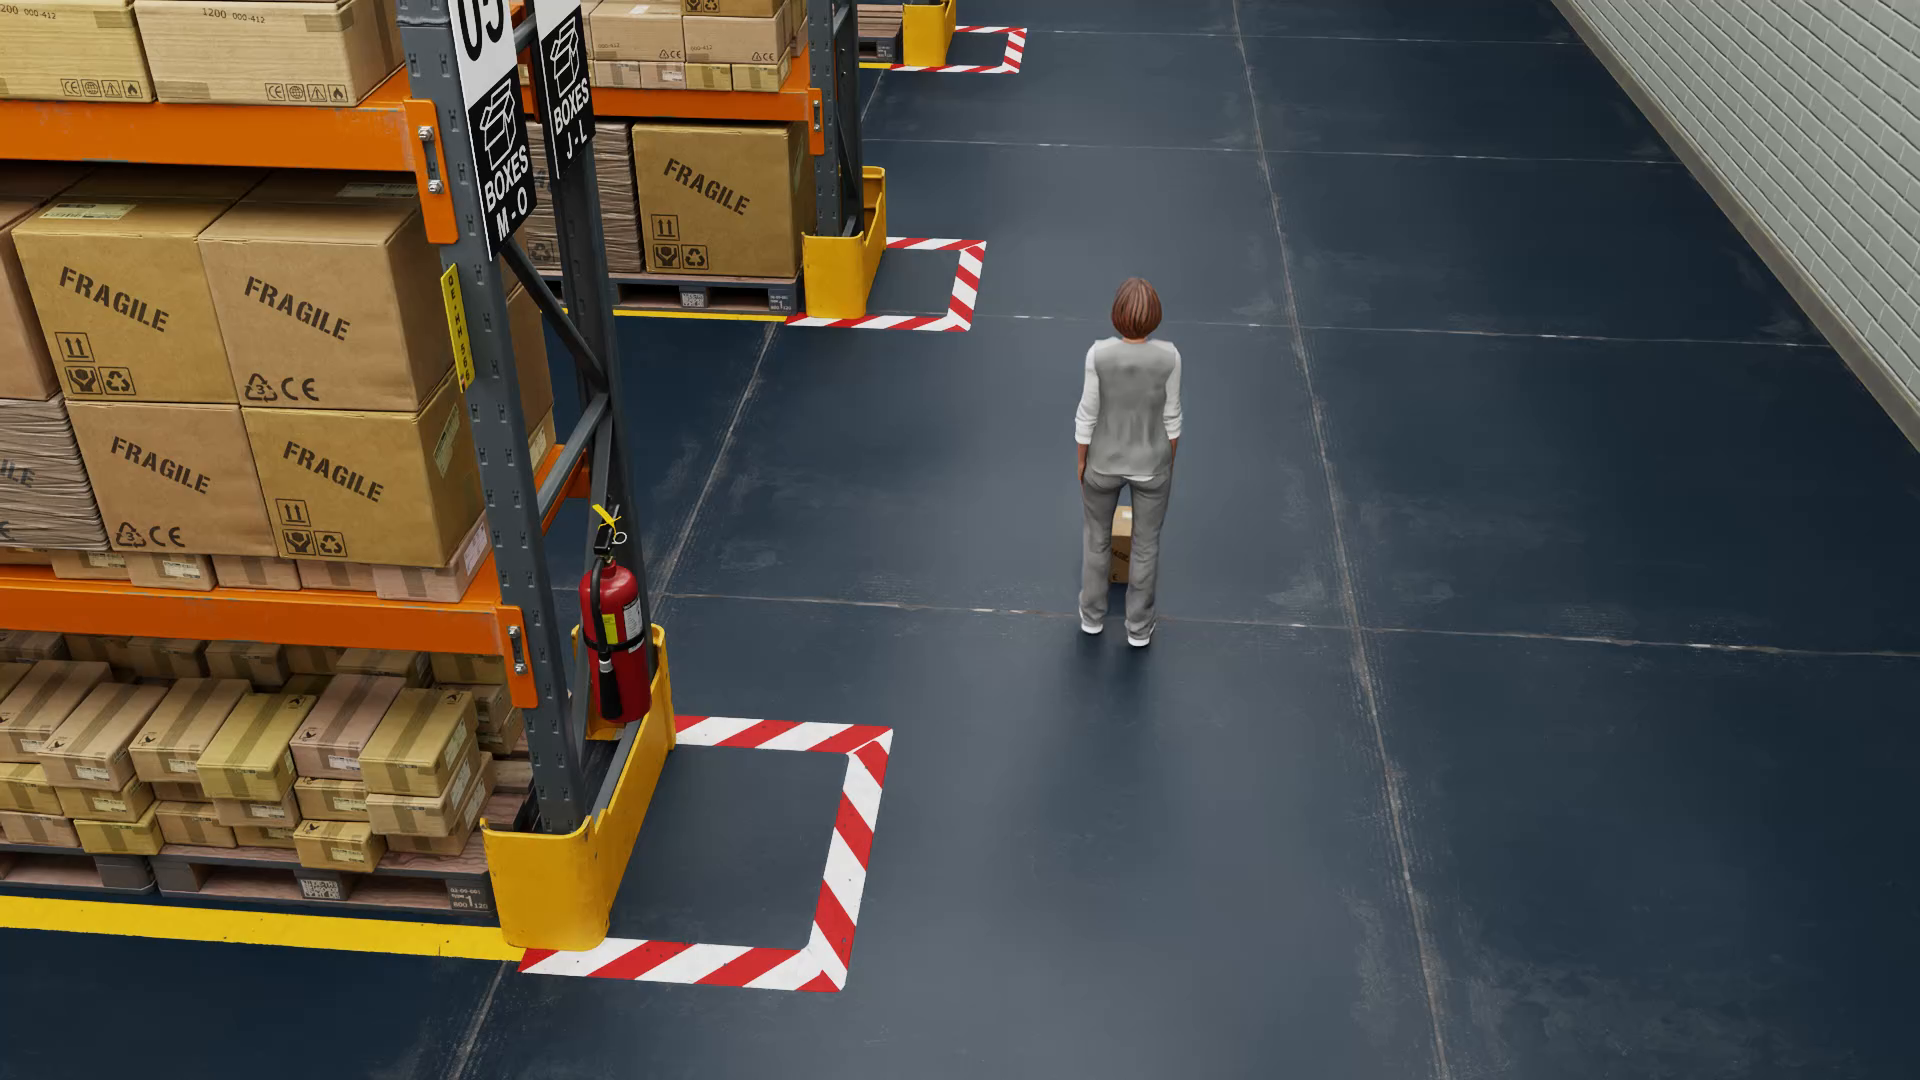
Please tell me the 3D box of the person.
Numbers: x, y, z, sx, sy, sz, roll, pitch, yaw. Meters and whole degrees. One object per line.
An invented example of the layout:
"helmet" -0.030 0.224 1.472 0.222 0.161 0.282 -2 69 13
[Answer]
"person" 0.660 -0.305 6.627 0.413 1.601 0.370 3 33 5
